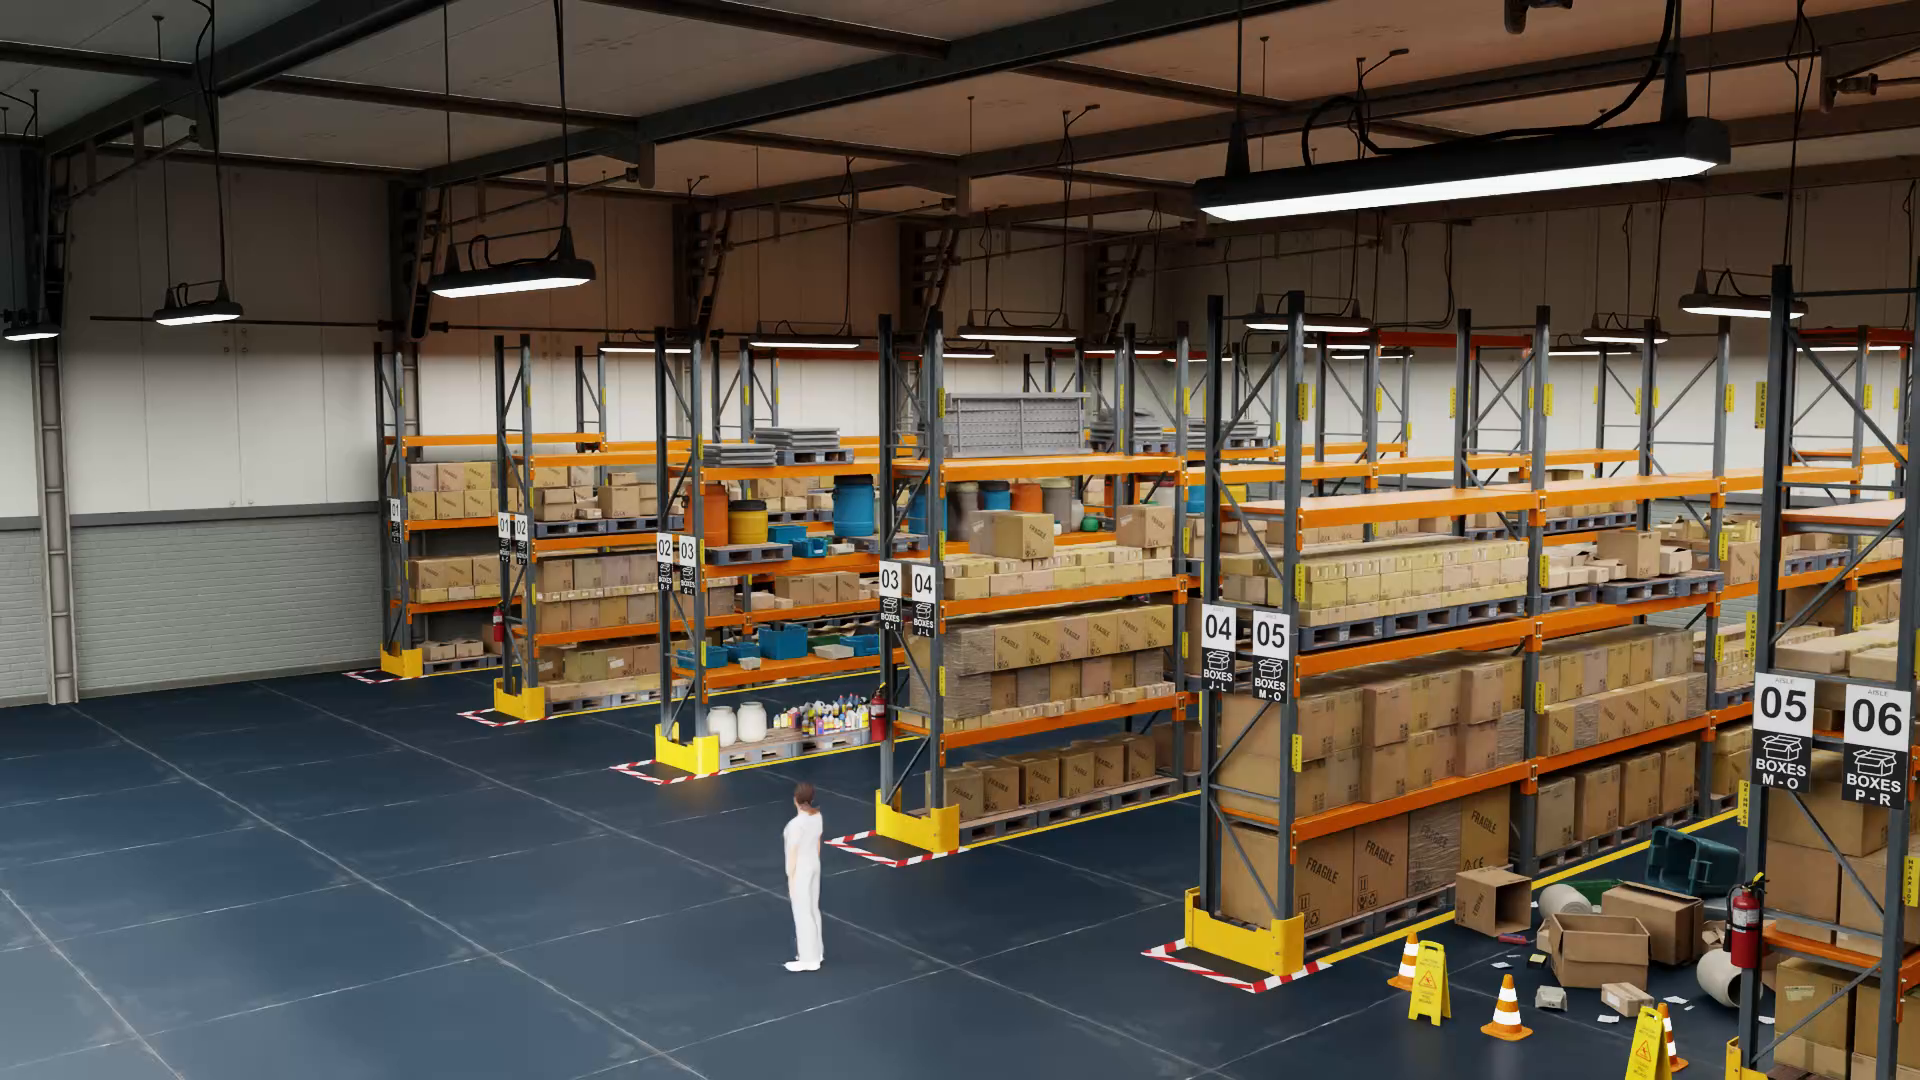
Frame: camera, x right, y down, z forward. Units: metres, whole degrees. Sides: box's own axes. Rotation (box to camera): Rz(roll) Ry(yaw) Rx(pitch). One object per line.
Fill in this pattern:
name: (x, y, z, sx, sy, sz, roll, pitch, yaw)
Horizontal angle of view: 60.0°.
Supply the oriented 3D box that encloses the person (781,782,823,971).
person: (-1.387, 2.992, 14.824, 0.373, 1.703, 0.469, 2, 6, 23)
